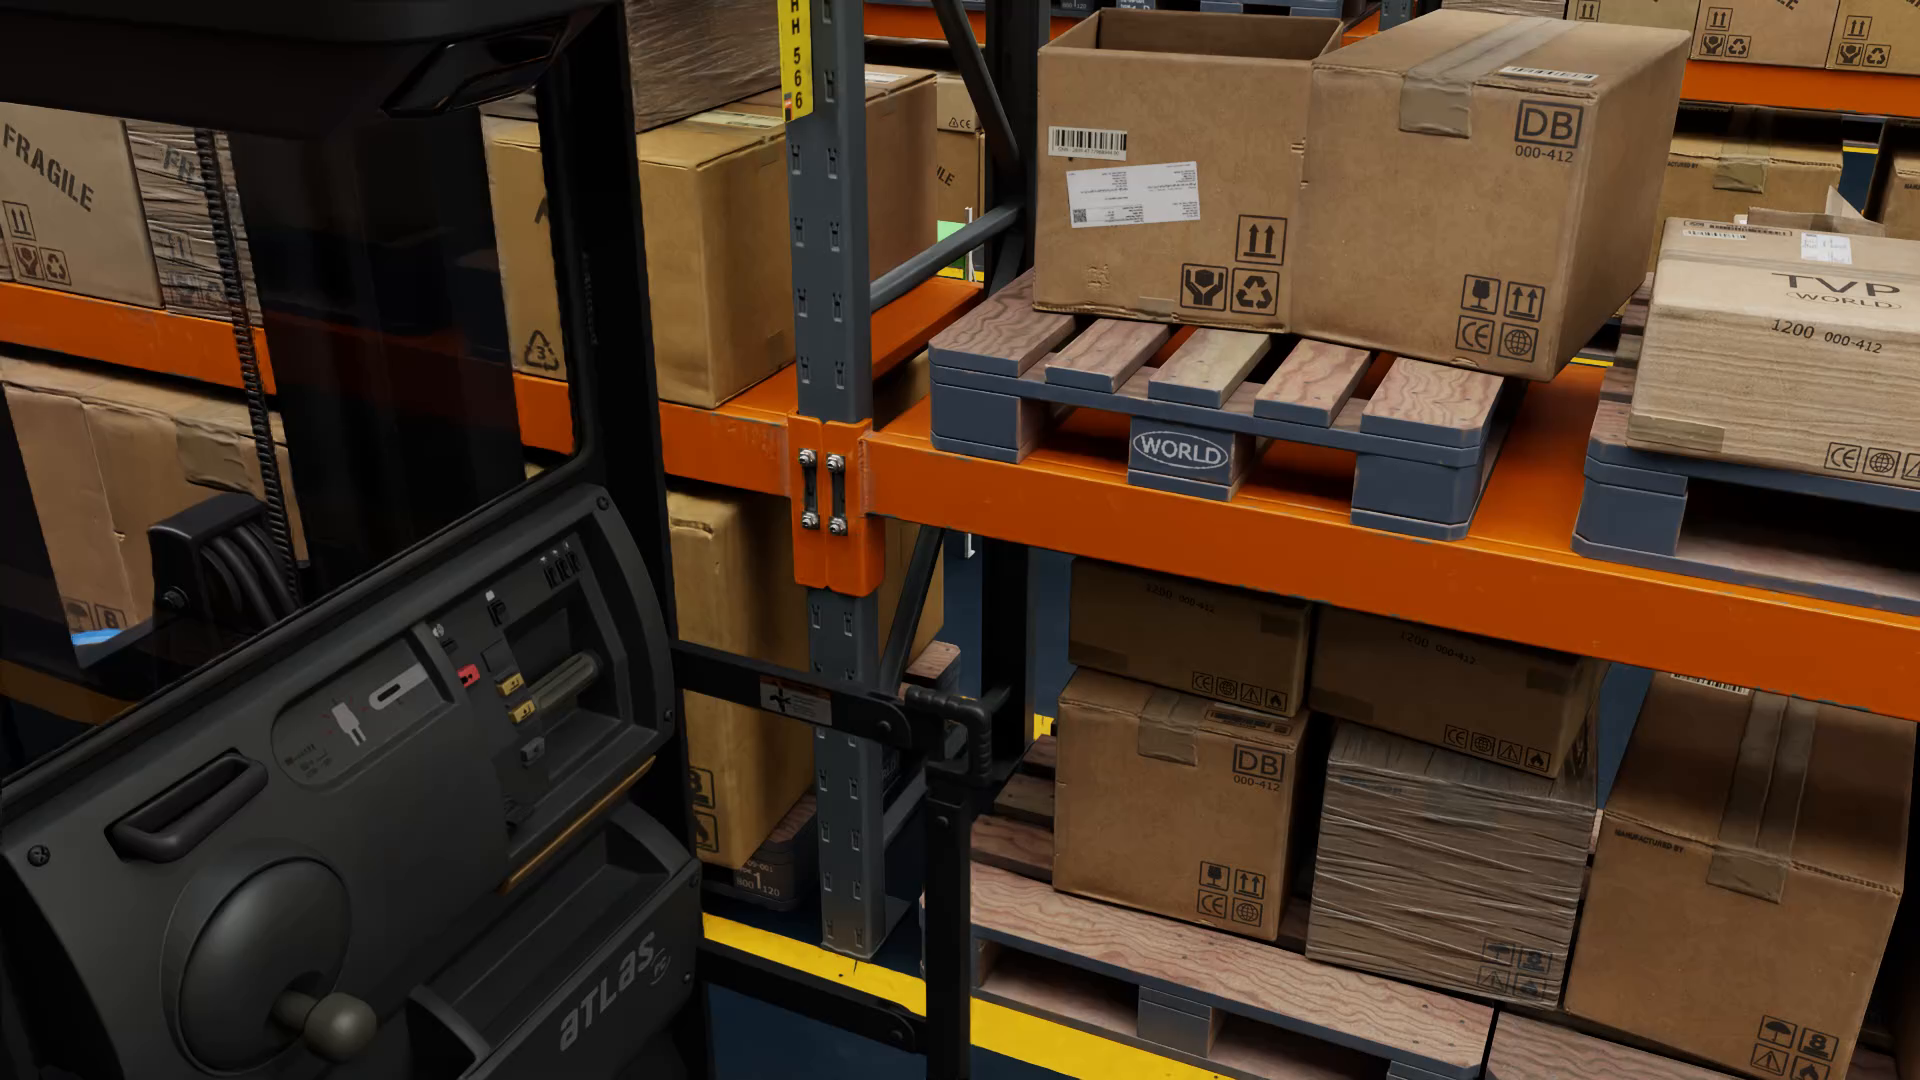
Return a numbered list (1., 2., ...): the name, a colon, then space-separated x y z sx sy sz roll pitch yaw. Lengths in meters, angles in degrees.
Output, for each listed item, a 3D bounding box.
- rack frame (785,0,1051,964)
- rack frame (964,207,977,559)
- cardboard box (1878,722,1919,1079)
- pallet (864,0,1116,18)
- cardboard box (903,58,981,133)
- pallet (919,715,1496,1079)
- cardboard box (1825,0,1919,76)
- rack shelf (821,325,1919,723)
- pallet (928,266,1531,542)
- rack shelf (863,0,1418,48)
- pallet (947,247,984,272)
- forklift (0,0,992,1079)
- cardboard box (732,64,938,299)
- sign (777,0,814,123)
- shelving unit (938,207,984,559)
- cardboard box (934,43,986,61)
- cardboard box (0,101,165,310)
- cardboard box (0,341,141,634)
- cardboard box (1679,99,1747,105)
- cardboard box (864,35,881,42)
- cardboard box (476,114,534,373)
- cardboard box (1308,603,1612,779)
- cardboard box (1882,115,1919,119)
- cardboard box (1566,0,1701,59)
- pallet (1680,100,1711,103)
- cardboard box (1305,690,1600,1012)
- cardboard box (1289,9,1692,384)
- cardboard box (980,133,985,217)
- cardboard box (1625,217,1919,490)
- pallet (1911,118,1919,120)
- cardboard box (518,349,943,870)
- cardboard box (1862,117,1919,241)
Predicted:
1. rack frame: -0.057 -0.592 3.556 0.127 3.000 1.000 11 28 22
2. rack frame: 0.071 -0.524 5.456 0.015 1.200 0.240 11 28 22
3. cardboard box: 2.099 0.746 3.171 0.500 0.500 0.700 9 28 17
4. pallet: 0.270 -2.827 8.314 1.213 0.211 1.003 11 28 22
5. cardboard box: -0.041 -2.270 8.470 0.500 0.250 0.500 13 29 24
6. pallet: 0.654 0.803 3.881 1.213 0.211 1.003 11 28 22
7. cardboard box: 3.761 -2.146 6.599 0.500 0.500 0.500 11 28 21
8. rack shelf: 1.764 0.096 2.973 4.000 0.370 1.077 11 28 22
9. pallet: 0.636 -0.418 3.421 1.003 0.211 1.213 11 28 22
10. rack shelf: 0.268 -2.611 8.471 4.000 0.370 1.077 11 28 22
11. pallet: 0.271 -1.684 8.931 1.213 0.211 1.003 11 28 22
12. forklift: -0.472 0.265 1.894 3.031 2.935 1.130 12 29 23
13. cardboard box: -0.386 -0.835 3.937 0.500 0.500 0.500 12 29 23
14. sign: -0.283 -0.888 2.846 0.005 0.325 0.100 11 28 22
15. shelving unit: -0.151 -0.569 5.546 0.503 1.200 0.258 11 28 22
16. cardboard box: 0.179 -2.478 8.892 0.500 0.250 0.500 10 28 20
17. cardboard box: -1.997 -0.908 4.085 0.500 0.500 0.500 12 29 23
18. cardboard box: -2.293 -0.287 4.866 0.875 0.875 1.225 10 28 20
19. cardboard box: 5.231 -3.347 11.652 0.625 0.372 0.950 11 28 21
20. cardboard box: -0.770 -2.668 9.279 0.500 0.250 0.500 11 28 20
21. cardboard box: -1.060 -0.721 3.705 0.500 0.500 0.500 11 28 21
22. cardboard box: 1.053 0.199 3.433 0.500 0.250 0.500 15 30 28
23. cardboard box: 6.553 -3.080 11.109 0.625 0.372 0.950 13 29 25
24. cardboard box: 2.850 -2.330 6.974 0.500 0.500 0.500 11 28 21
25. pallet: 4.756 -3.182 11.974 1.213 0.211 1.003 11 28 22
26. cardboard box: 1.072 0.543 3.583 0.500 0.500 0.700 9 28 18
27. cardboard box: 1.001 -0.681 3.148 0.500 0.500 0.700 16 30 29
28. cardboard box: 0.422 -1.837 8.439 0.500 0.500 0.500 10 28 20
29. cardboard box: 1.374 -0.314 2.687 0.500 0.250 0.500 11 28 20
30. pallet: 6.978 -2.736 11.068 1.213 0.211 1.003 11 28 22
31. cardboard box: -0.676 0.038 4.206 0.875 0.875 1.225 10 28 19
32. cardboard box: 4.251 -1.271 7.007 0.750 0.750 1.050 11 28 22
